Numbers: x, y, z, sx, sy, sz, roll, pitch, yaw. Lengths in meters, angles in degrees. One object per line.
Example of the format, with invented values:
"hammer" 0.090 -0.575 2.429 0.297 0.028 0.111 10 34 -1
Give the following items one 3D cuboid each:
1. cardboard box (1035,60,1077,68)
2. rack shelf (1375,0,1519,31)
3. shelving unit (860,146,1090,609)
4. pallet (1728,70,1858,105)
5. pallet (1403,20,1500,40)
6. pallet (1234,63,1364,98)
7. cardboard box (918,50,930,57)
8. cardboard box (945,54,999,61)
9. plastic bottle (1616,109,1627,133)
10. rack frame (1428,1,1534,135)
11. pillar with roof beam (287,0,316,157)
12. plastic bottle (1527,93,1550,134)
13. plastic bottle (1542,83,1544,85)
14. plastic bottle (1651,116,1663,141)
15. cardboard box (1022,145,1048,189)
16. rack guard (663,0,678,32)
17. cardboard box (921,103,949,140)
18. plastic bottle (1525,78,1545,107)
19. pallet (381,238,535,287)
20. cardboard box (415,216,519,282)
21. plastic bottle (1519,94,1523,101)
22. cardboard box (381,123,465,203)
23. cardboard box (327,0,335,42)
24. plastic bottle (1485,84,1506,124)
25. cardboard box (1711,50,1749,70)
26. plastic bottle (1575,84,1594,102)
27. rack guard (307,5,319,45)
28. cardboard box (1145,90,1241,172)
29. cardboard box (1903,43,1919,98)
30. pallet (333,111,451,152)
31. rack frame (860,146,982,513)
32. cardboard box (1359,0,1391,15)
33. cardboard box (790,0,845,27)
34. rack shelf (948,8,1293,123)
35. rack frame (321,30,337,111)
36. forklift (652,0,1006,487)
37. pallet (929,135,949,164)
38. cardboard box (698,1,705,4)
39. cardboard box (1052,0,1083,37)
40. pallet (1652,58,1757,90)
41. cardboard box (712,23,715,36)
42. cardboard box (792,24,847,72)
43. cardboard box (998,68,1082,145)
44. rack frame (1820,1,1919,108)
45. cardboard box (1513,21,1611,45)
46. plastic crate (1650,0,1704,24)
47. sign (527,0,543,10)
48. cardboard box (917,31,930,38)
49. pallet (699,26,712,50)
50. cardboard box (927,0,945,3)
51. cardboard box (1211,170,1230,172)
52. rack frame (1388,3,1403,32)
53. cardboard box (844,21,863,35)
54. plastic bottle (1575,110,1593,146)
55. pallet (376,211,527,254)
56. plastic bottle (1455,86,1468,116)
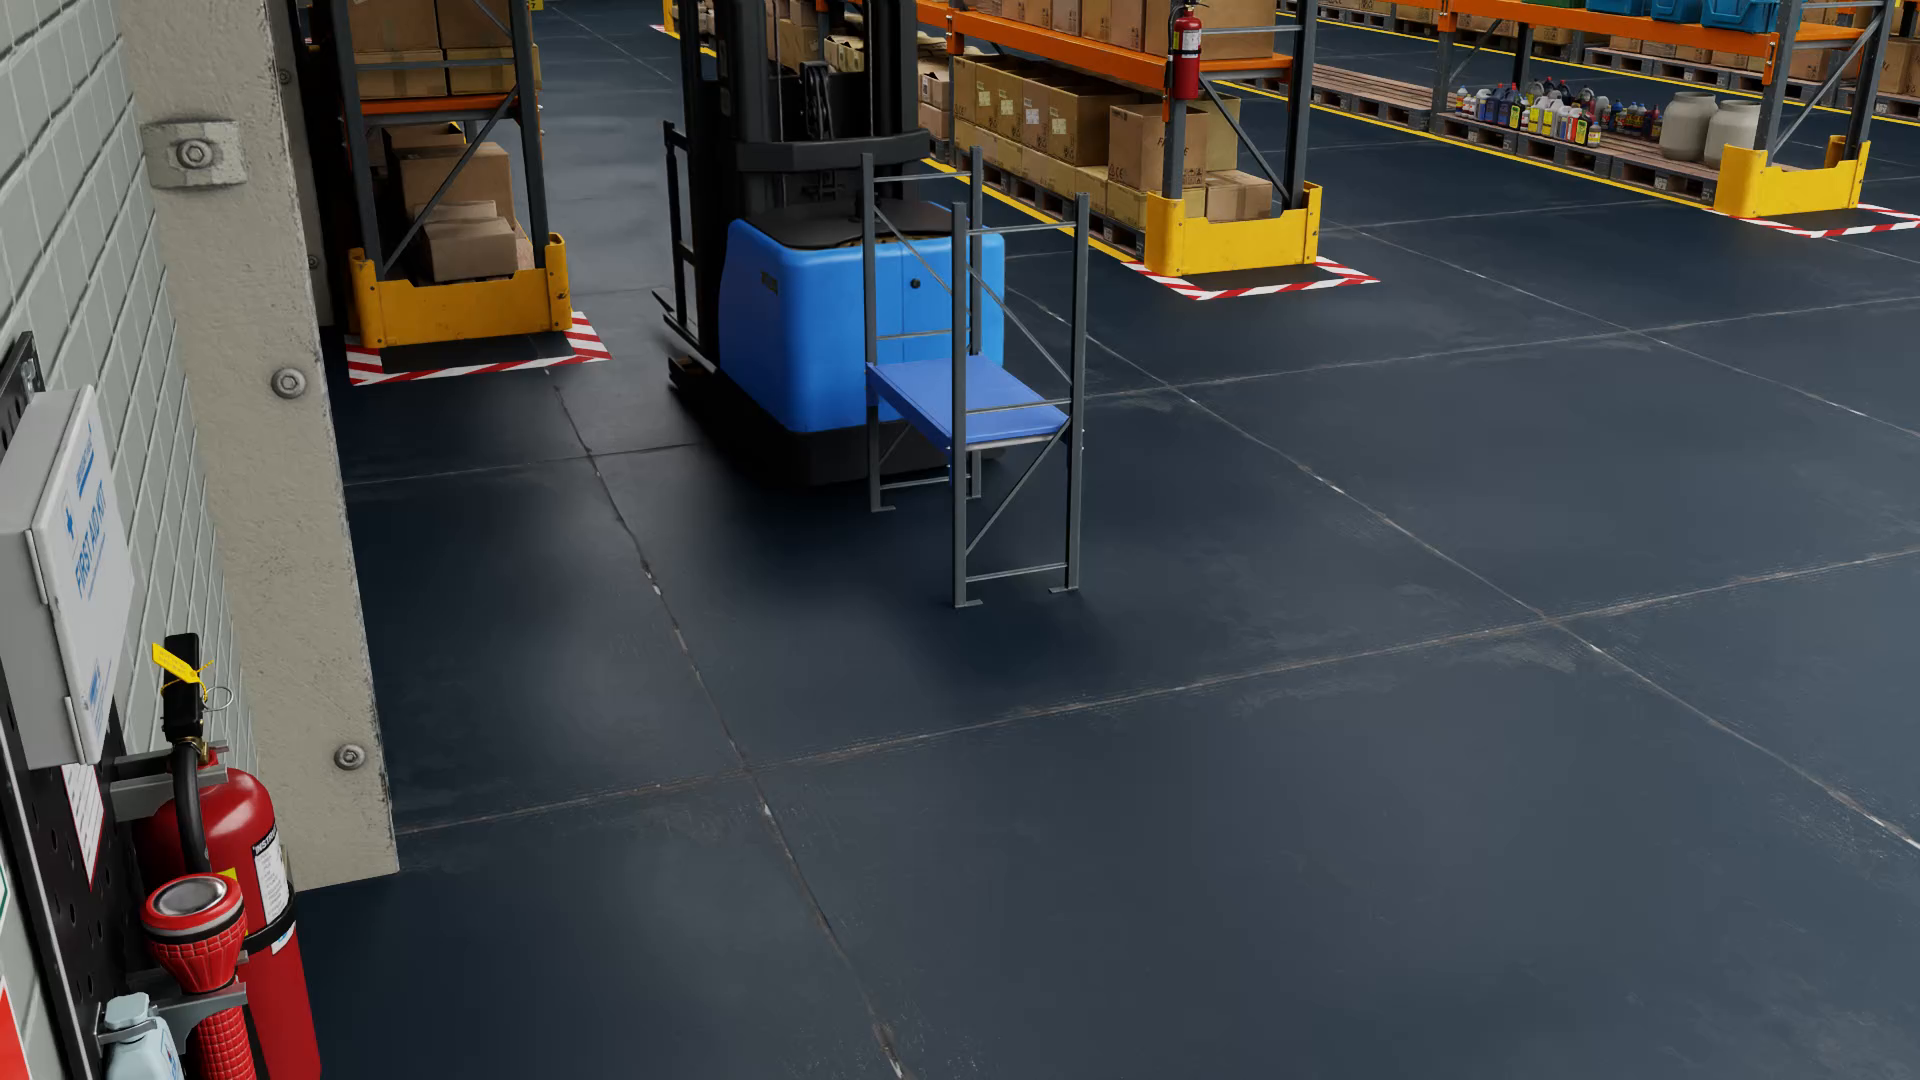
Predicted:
"cardboard box" 0.928 -3.646 13.589 0.500 0.500 0.500 -8 24 -19
"rack shelf" 4.323 -5.769 17.519 1.077 0.370 4.000 -8 24 -19
"shelving unit" 0.030 -0.660 6.402 0.538 1.500 1.048 -8 24 -19
"pallet" 9.386 -5.051 18.480 1.003 0.211 1.213 -8 24 -19
"pallet" 7.180 -7.406 24.065 1.003 0.211 1.213 -8 24 -19
"pallet" 3.854 -5.256 18.965 1.003 0.211 1.213 -8 24 -19
"cardboard box" -0.555 -4.542 15.957 0.500 0.311 0.500 -9 24 -20
"cardboard box" 0.125 -4.436 15.706 0.500 0.311 0.500 -9 25 -21
"plastic bottle" 5.902 -3.732 14.797 0.097 0.201 0.097 0 23 0
"rack frame" 5.029 -5.374 15.655 1.000 3.000 0.127 -8 24 -19
"pillar with roof beam" -1.975 -8.232 14.712 9.100 9.000 0.400 -8 24 -19
"plastic bottle" 5.143 -3.783 14.724 0.144 0.351 0.185 -9 24 -19
"plastic bottle" 5.508 -4.196 15.790 0.061 0.283 0.133 -7 24 -16
"plastic bottle" 6.057 -3.573 14.419 0.097 0.201 0.097 0 23 0
"cardboard box" 0.800 -2.867 12.705 0.500 0.250 0.500 -8 24 -19
"rack guard" -3.818 -7.877 24.811 1.175 0.500 0.348 -8 24 -19
"cardboard box" -0.024 -3.733 14.762 0.500 0.250 0.500 -9 24 -20
"plastic bottle" 5.392 -4.142 15.576 0.144 0.351 0.185 -8 24 -19
"pallet" -3.107 -1.604 10.301 1.003 0.211 1.213 -8 24 -19
"cardboard box" -2.986 -1.789 10.044 0.500 0.311 0.500 -11 25 -25
"plastic bottle" 5.090 -3.933 15.183 0.097 0.271 0.097 0 23 0
"cardboard box" -3.835 -2.694 11.949 0.500 0.500 0.500 -10 25 -23
"cardboard box" -4.274 -3.755 11.980 0.500 0.250 0.500 -8 24 -18
"plastic bottle" 4.926 -4.006 15.253 0.144 0.351 0.185 -8 24 -18
"cardboard box" 9.117 -5.710 19.103 0.700 0.500 0.500 -11 25 -24
"plastic bottle" 5.708 -3.975 15.179 0.144 0.351 0.185 -8 24 -19
"rack guard" -8.487 -7.232 23.281 1.175 0.500 0.348 -8 24 -19
"cardboard box" 1.647 -2.921 11.870 0.500 0.500 0.500 -8 24 -19
"cardboard box" 9.976 -4.737 16.822 0.500 0.500 0.500 -1 23 -2
"pallet" -5.377 -3.899 15.746 1.003 0.211 1.213 -8 24 -19
"rack frame" -0.149 -0.845 6.840 0.500 1.500 0.032 -8 24 -19
"cardboard box" 6.678 -8.426 25.090 0.875 0.875 0.875 -8 24 -19
"cardboard box" -1.593 -5.873 18.526 0.500 0.250 0.500 -7 24 -17
"rack shelf" 1.101 -3.638 12.462 1.077 0.370 4.000 -8 24 -19
"rack frame" -5.652 -5.468 15.879 1.000 3.000 0.127 -8 24 -19
"forklift" -0.857 -2.119 8.020 1.130 2.935 3.031 -10 25 -22
"pallet" 0.097 -3.673 15.210 1.003 0.211 1.213 -8 24 -19
"cardboard box" -3.742 -7.574 23.847 0.500 0.250 0.500 -8 24 -19
"cardboard box" 1.105 -4.022 12.319 0.700 0.500 0.500 -8 24 -17
"pallet" 8.952 -5.495 19.533 1.003 0.211 1.213 -8 24 -19
"cardboard box" -3.087 -6.788 22.113 0.380 0.149 0.250 -8 24 -19
"cardboard box" -1.569 -5.508 18.624 0.500 0.500 0.500 -7 24 -17
"cardboard box" 0.618 -3.393 12.989 0.500 0.500 0.500 -8 24 -19
"rack frame" 9.663 -6.054 17.268 1.000 3.000 0.127 -8 24 -19
"cardboard box" 8.026 -6.975 21.649 1.225 0.875 0.875 -10 25 -21
"plastic crate" 5.762 -4.230 13.132 0.499 0.251 0.408 -8 24 -19
"sign" -2.318 -3.035 8.991 0.100 0.325 0.005 -8 24 -19
"cardboard box" -0.604 -5.178 17.466 0.500 0.311 0.500 -8 24 -18
"pallet" -3.109 -7.011 23.130 1.003 0.211 1.213 -8 24 -19
"cardboard box" -0.088 -4.928 14.770 0.396 0.266 0.258 -9 24 -20
"cardboard box" 1.646 -2.575 12.015 0.500 0.250 0.500 -8 24 -19
"rack frame" 6.837 -8.961 24.164 1.000 3.000 0.127 -8 24 -19
"cardboard box" -1.103 -5.594 18.829 0.500 0.500 0.500 -9 25 -21
"plastic bottle" 5.325 -3.519 14.184 0.061 0.283 0.133 -8 24 -18
"pallet" -3.534 -2.047 11.351 1.003 0.211 1.213 -8 24 -19
"plastic bottle" 4.732 -4.144 15.682 0.097 0.271 0.097 0 23 0
